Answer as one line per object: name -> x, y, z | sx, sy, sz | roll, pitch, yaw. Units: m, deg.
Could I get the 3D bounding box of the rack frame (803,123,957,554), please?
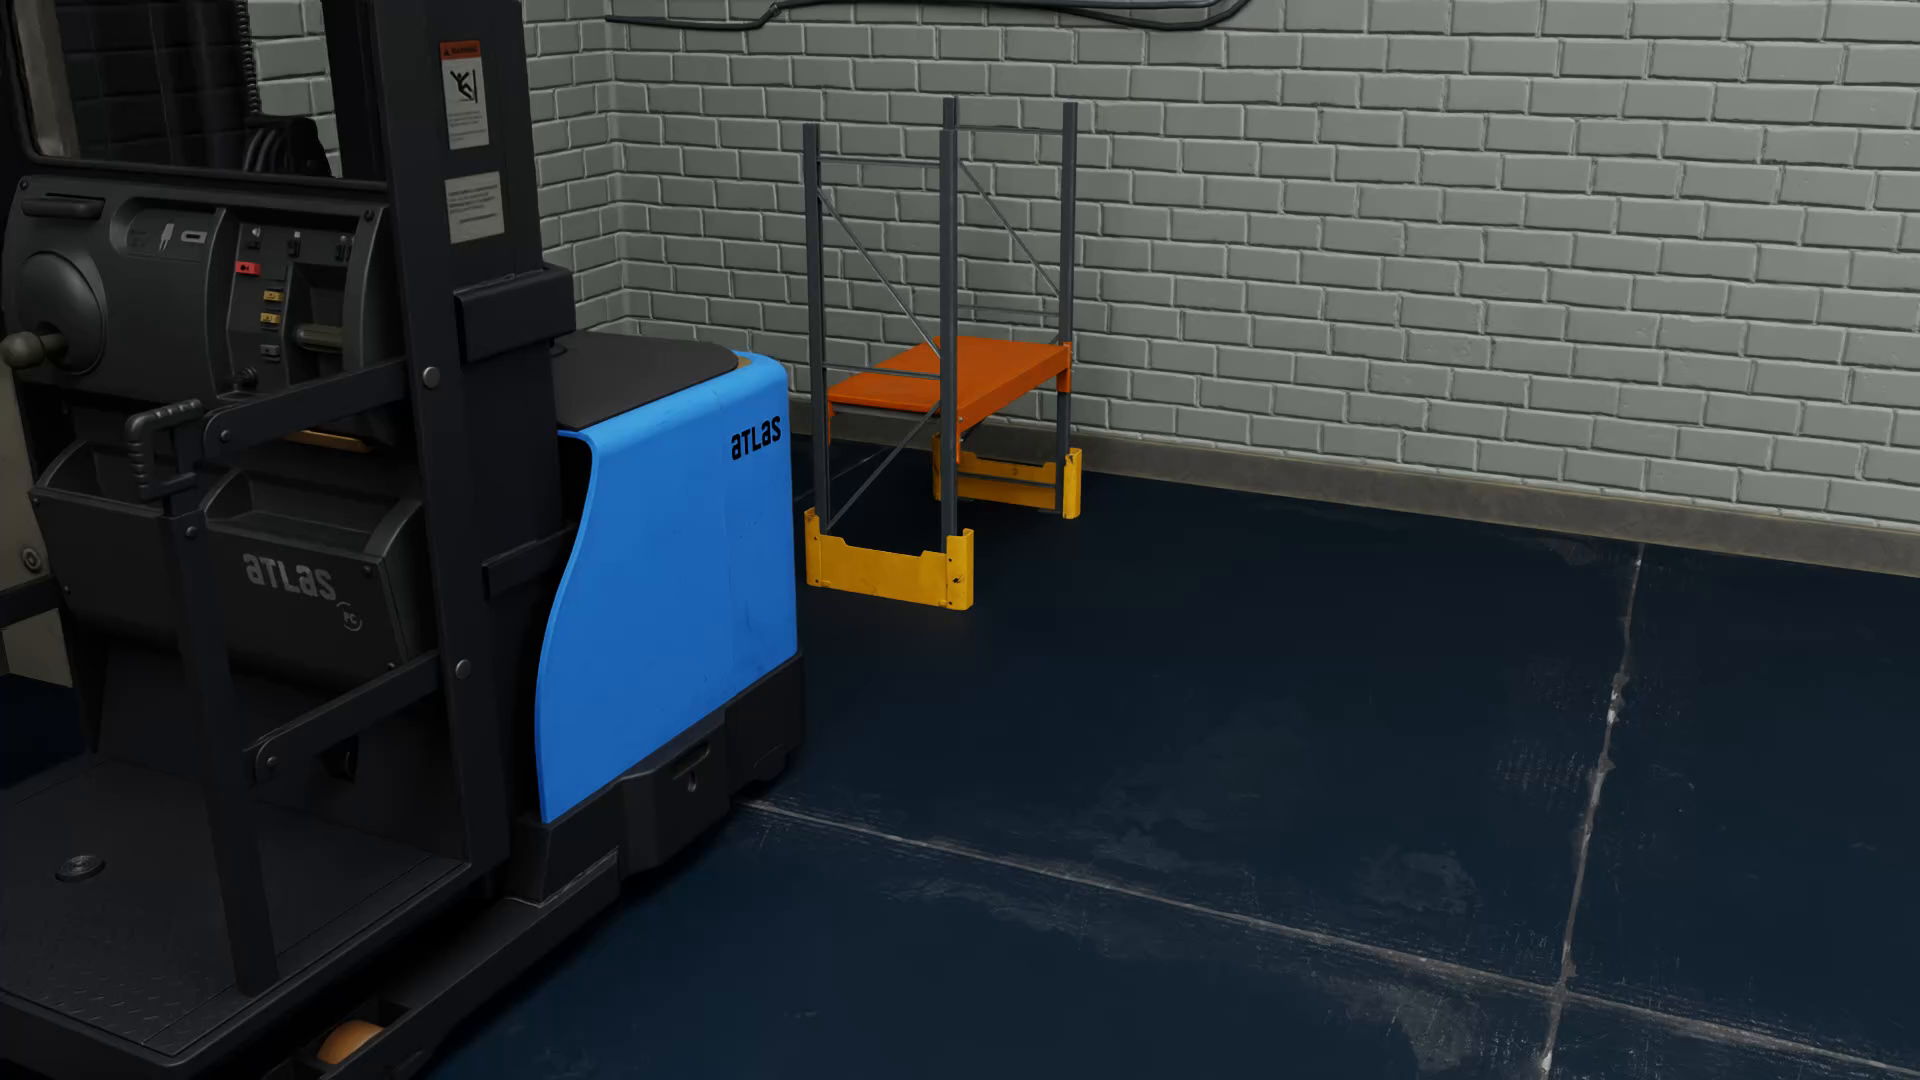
rack frame -> -0.243, -0.525, 5.207 | 0.500, 1.500, 0.032 | 9, 21, 23

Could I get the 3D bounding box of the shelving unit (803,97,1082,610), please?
shelving unit -> -0.031, -0.683, 5.652 | 0.587, 1.500, 1.083 | 9, 21, 23

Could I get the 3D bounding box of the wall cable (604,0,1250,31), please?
wall cable -> -0.271, -3.169, 6.083 | 3.097, 2.526, 0.112 | 9, 21, 23

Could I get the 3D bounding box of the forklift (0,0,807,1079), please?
forklift -> -1.502, -0.445, 2.845 | 1.130, 2.935, 3.031 | 9, 22, 25

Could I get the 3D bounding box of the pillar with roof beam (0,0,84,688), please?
pillar with roof beam -> 1.331, -3.305, 1.832 | 9.100, 9.000, 0.400 | 9, 21, 23

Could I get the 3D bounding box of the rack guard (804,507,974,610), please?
rack guard -> -0.235, 0.058, 5.433 | 0.587, 0.250, 0.087 | 9, 21, 23

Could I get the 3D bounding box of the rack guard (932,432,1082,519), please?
rack guard -> 0.173, -0.247, 6.289 | 0.587, 0.250, 0.087 | 9, 21, 23

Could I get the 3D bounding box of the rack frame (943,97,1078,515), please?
rack frame -> 0.173, -0.836, 6.081 | 0.500, 1.500, 0.032 | 9, 21, 23

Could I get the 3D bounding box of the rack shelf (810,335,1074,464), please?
rack shelf -> -0.035, -0.511, 5.704 | 0.538, 0.185, 1.000 | 9, 21, 23
